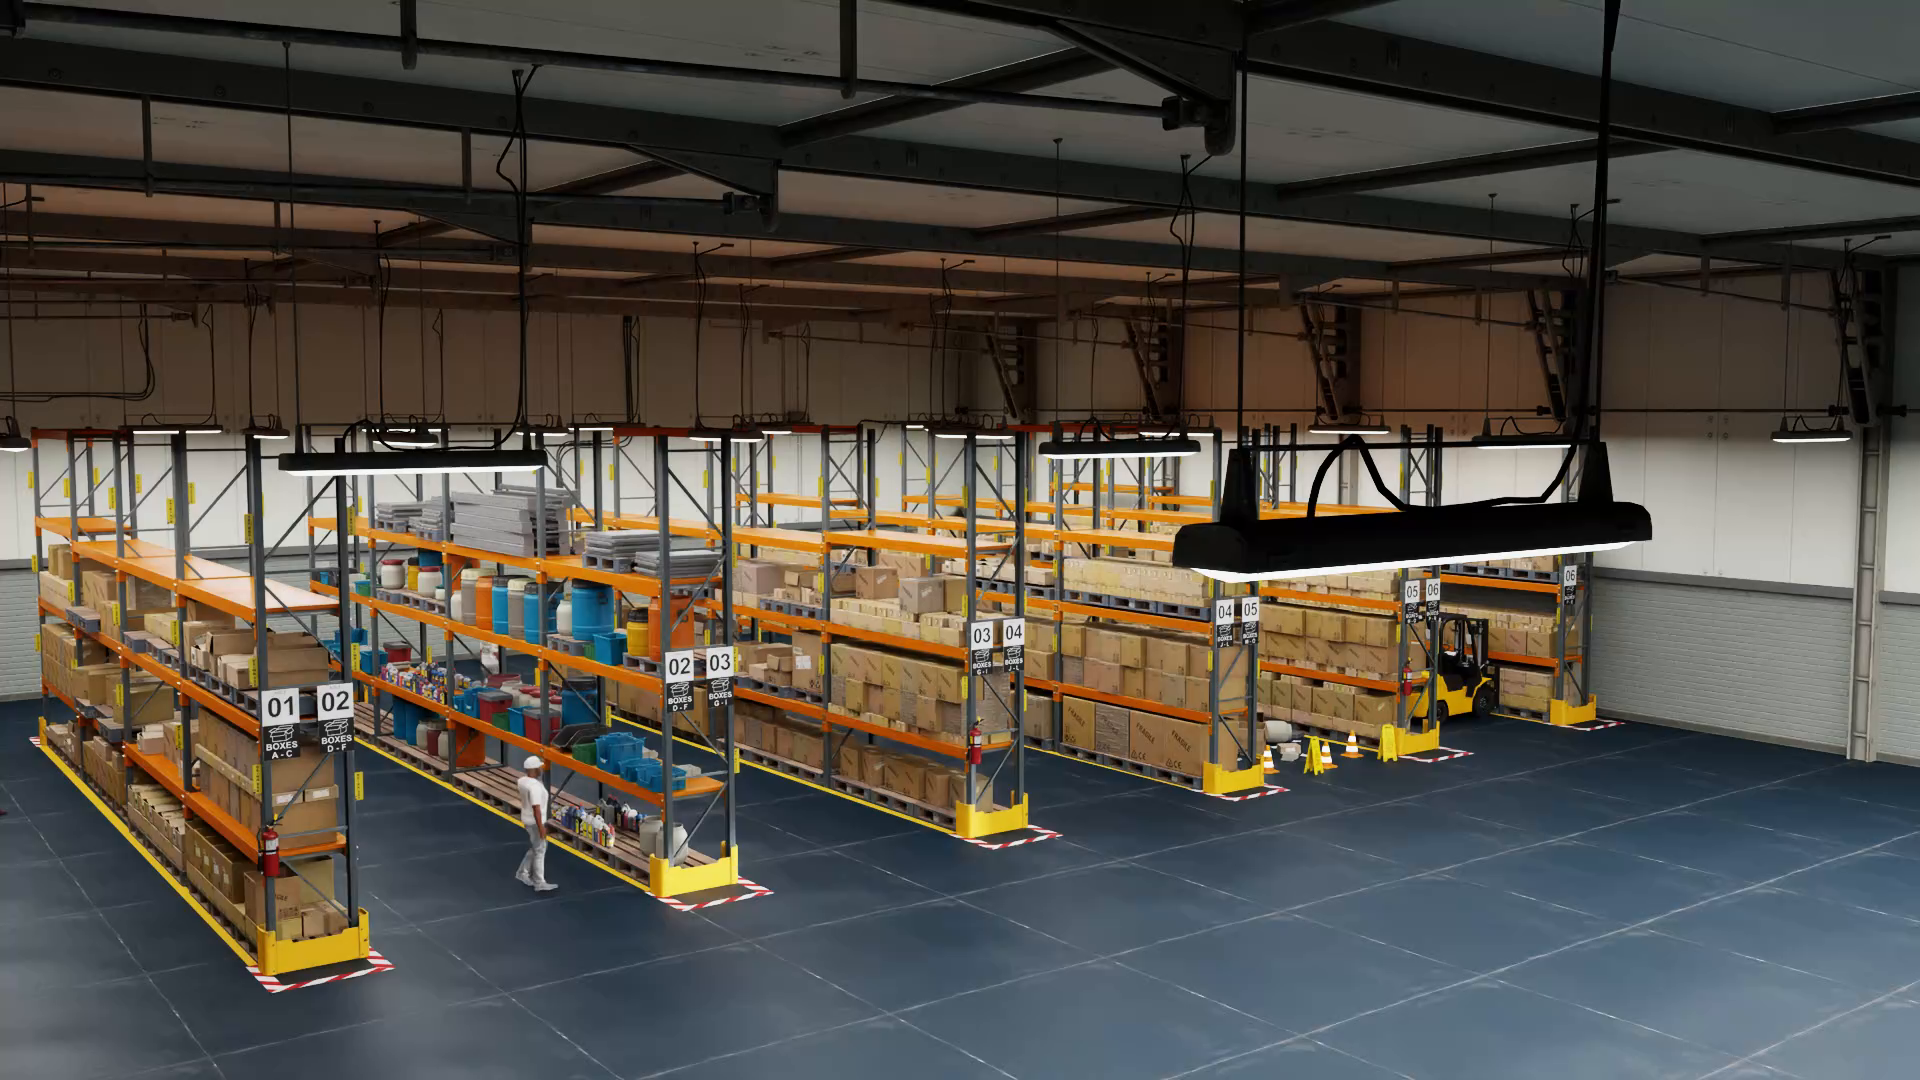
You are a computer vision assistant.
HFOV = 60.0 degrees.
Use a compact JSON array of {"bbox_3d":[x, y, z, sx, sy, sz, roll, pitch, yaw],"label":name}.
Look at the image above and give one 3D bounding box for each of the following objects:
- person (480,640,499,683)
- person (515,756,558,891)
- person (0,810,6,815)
[{"bbox_3d":[-9.989,2.674,35.490,0.572,1.816,0.486,1,5,14],"label":"person"},{"bbox_3d":[-5.606,3.733,21.966,0.511,1.775,0.641,-2,5,-22],"label":"person"},{"bbox_3d":[-15.234,3.502,25.748,0.600,1.632,0.544,0,4,-1],"label":"person"}]
